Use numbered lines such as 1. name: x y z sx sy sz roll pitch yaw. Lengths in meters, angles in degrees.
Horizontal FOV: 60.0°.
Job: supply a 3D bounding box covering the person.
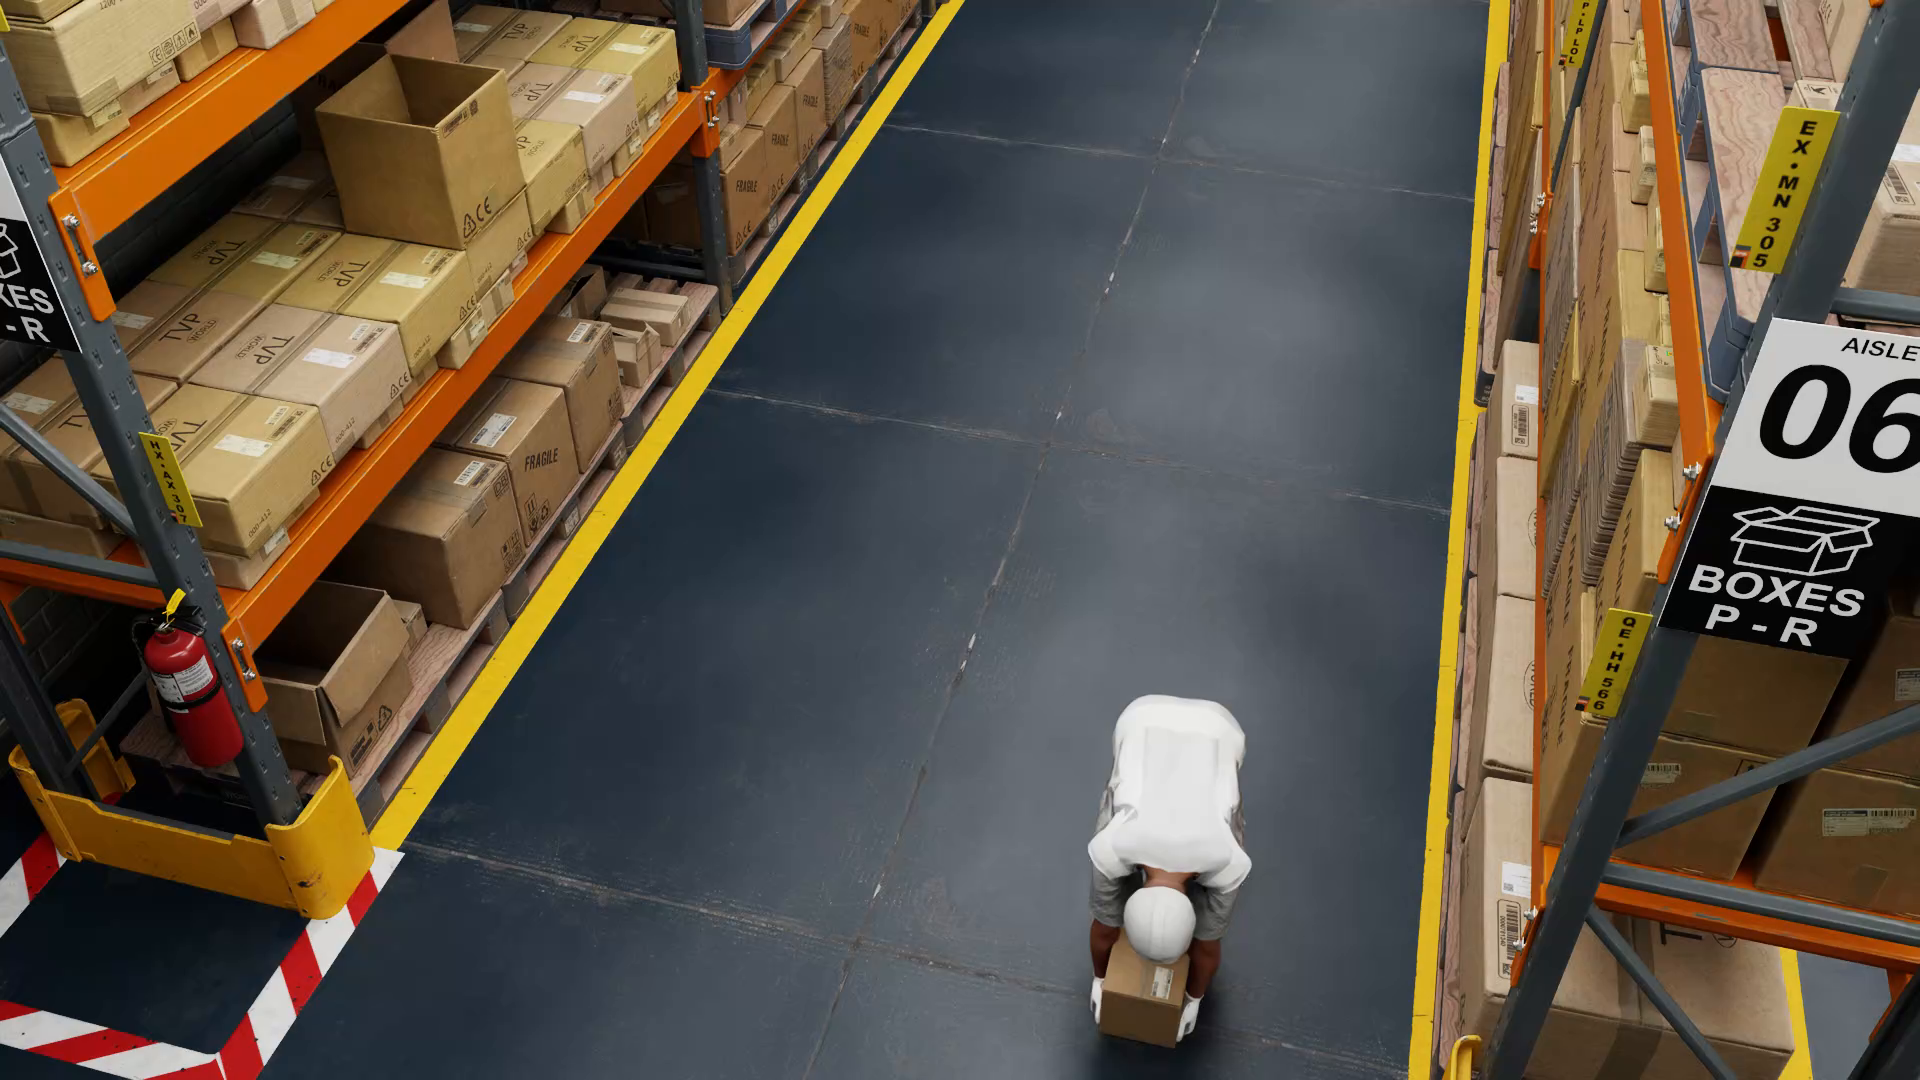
1. person: 0.662 1.123 5.384 0.504 1.062 0.991 7 41 8
